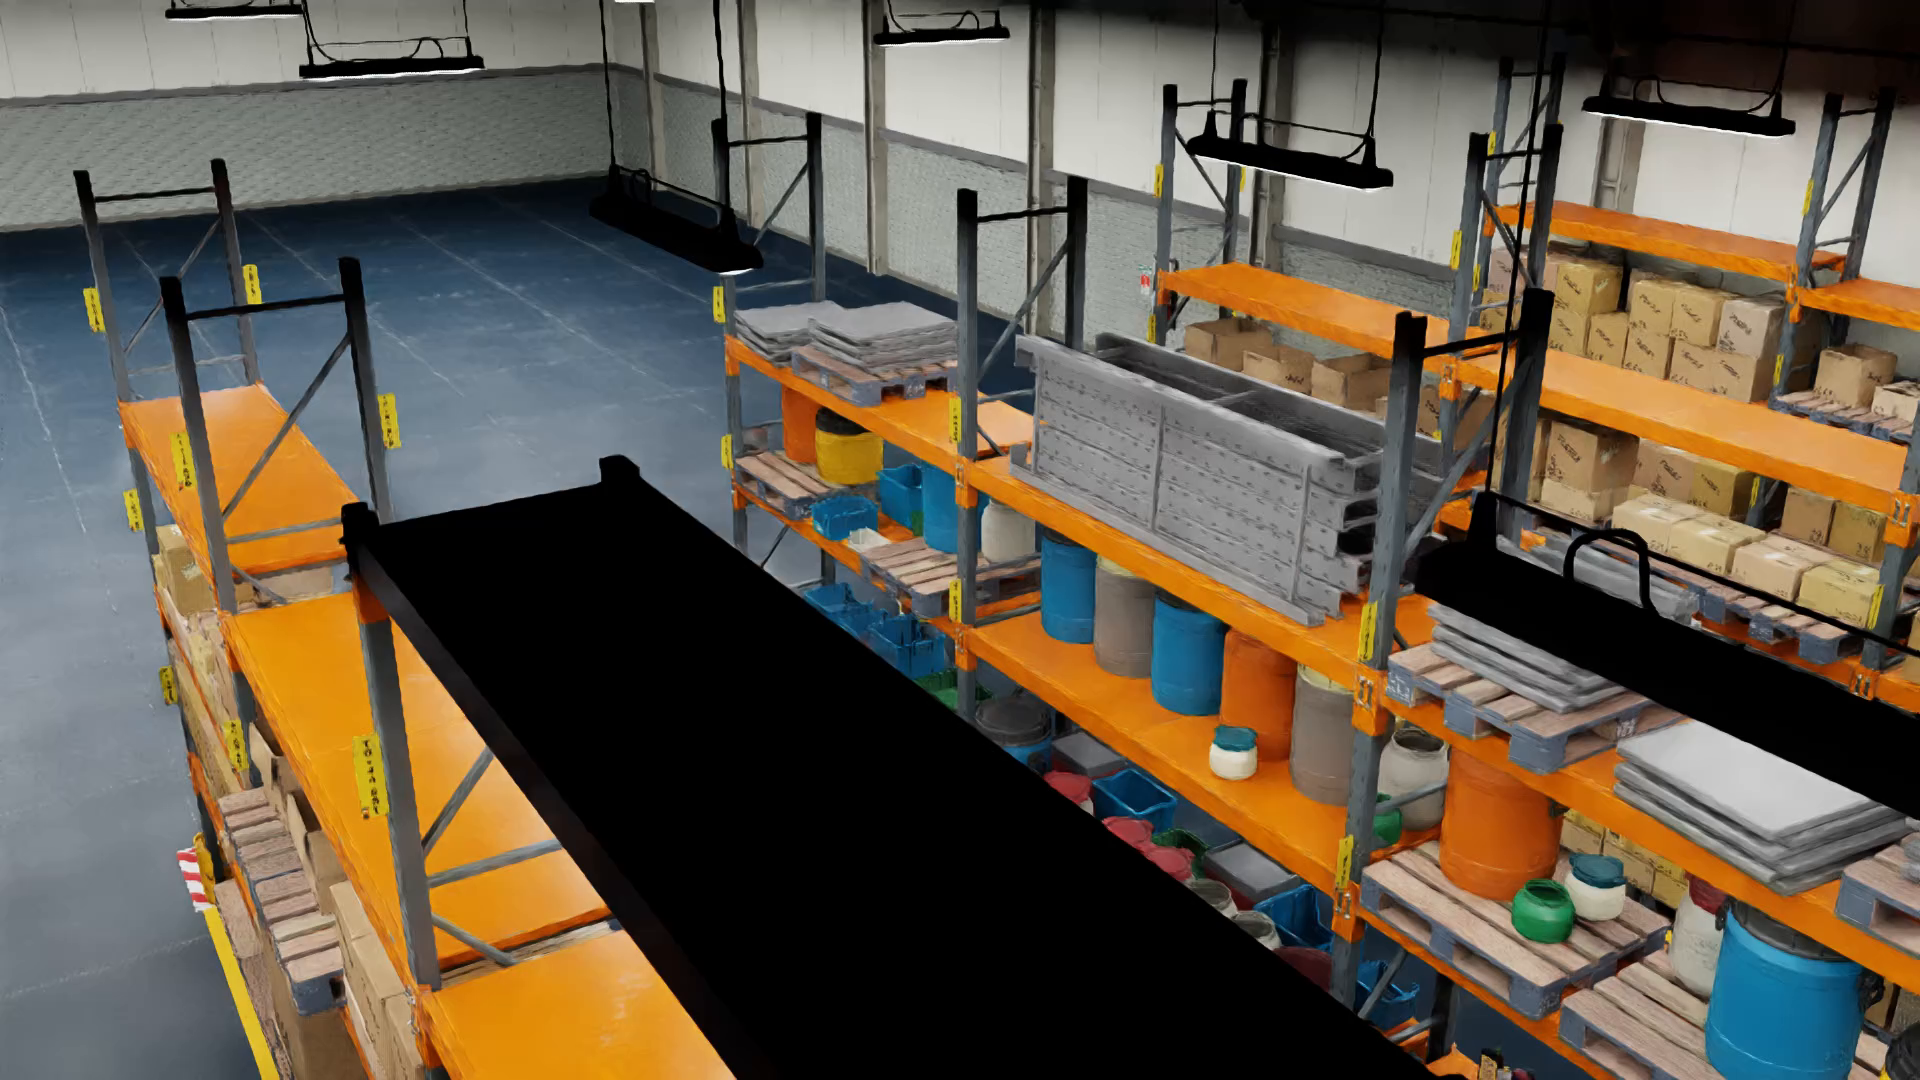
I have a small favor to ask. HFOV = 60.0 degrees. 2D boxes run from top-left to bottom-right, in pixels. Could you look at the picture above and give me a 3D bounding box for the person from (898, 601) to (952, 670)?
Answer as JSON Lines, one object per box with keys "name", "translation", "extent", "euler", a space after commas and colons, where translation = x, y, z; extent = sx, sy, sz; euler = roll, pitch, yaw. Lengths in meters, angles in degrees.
{"name": "person", "translation": [-0.468, 0.761, 17.221], "extent": [0.965, 1.723, 0.620], "euler": [16, 27, 35]}
